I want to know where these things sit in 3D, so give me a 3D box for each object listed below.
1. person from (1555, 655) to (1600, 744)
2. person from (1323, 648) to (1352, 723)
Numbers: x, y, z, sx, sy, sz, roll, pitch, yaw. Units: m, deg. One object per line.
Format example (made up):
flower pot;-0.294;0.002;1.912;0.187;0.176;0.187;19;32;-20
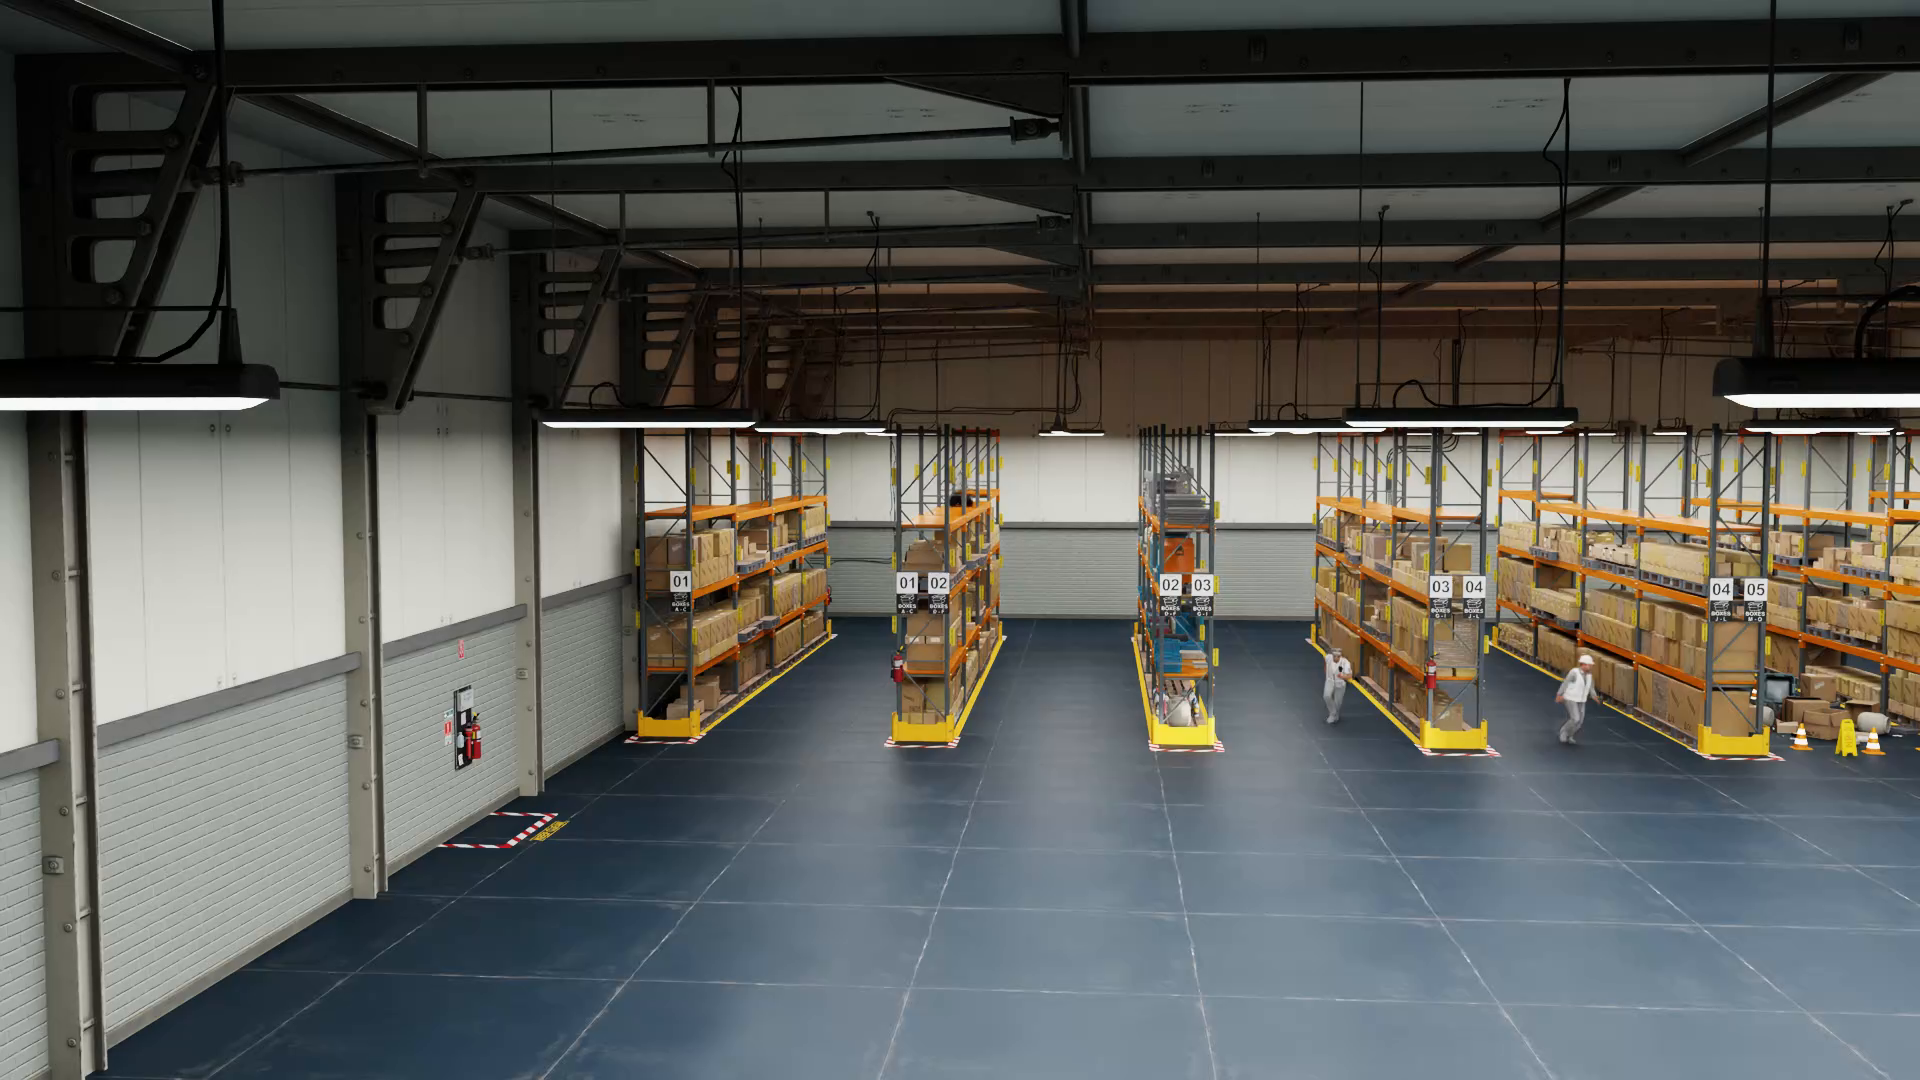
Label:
person;11.547;2.976;31.067;0.625;1.695;0.676;-2;4;-23
person;7.598;2.894;33.472;0.630;1.541;1.159;1;4;19
